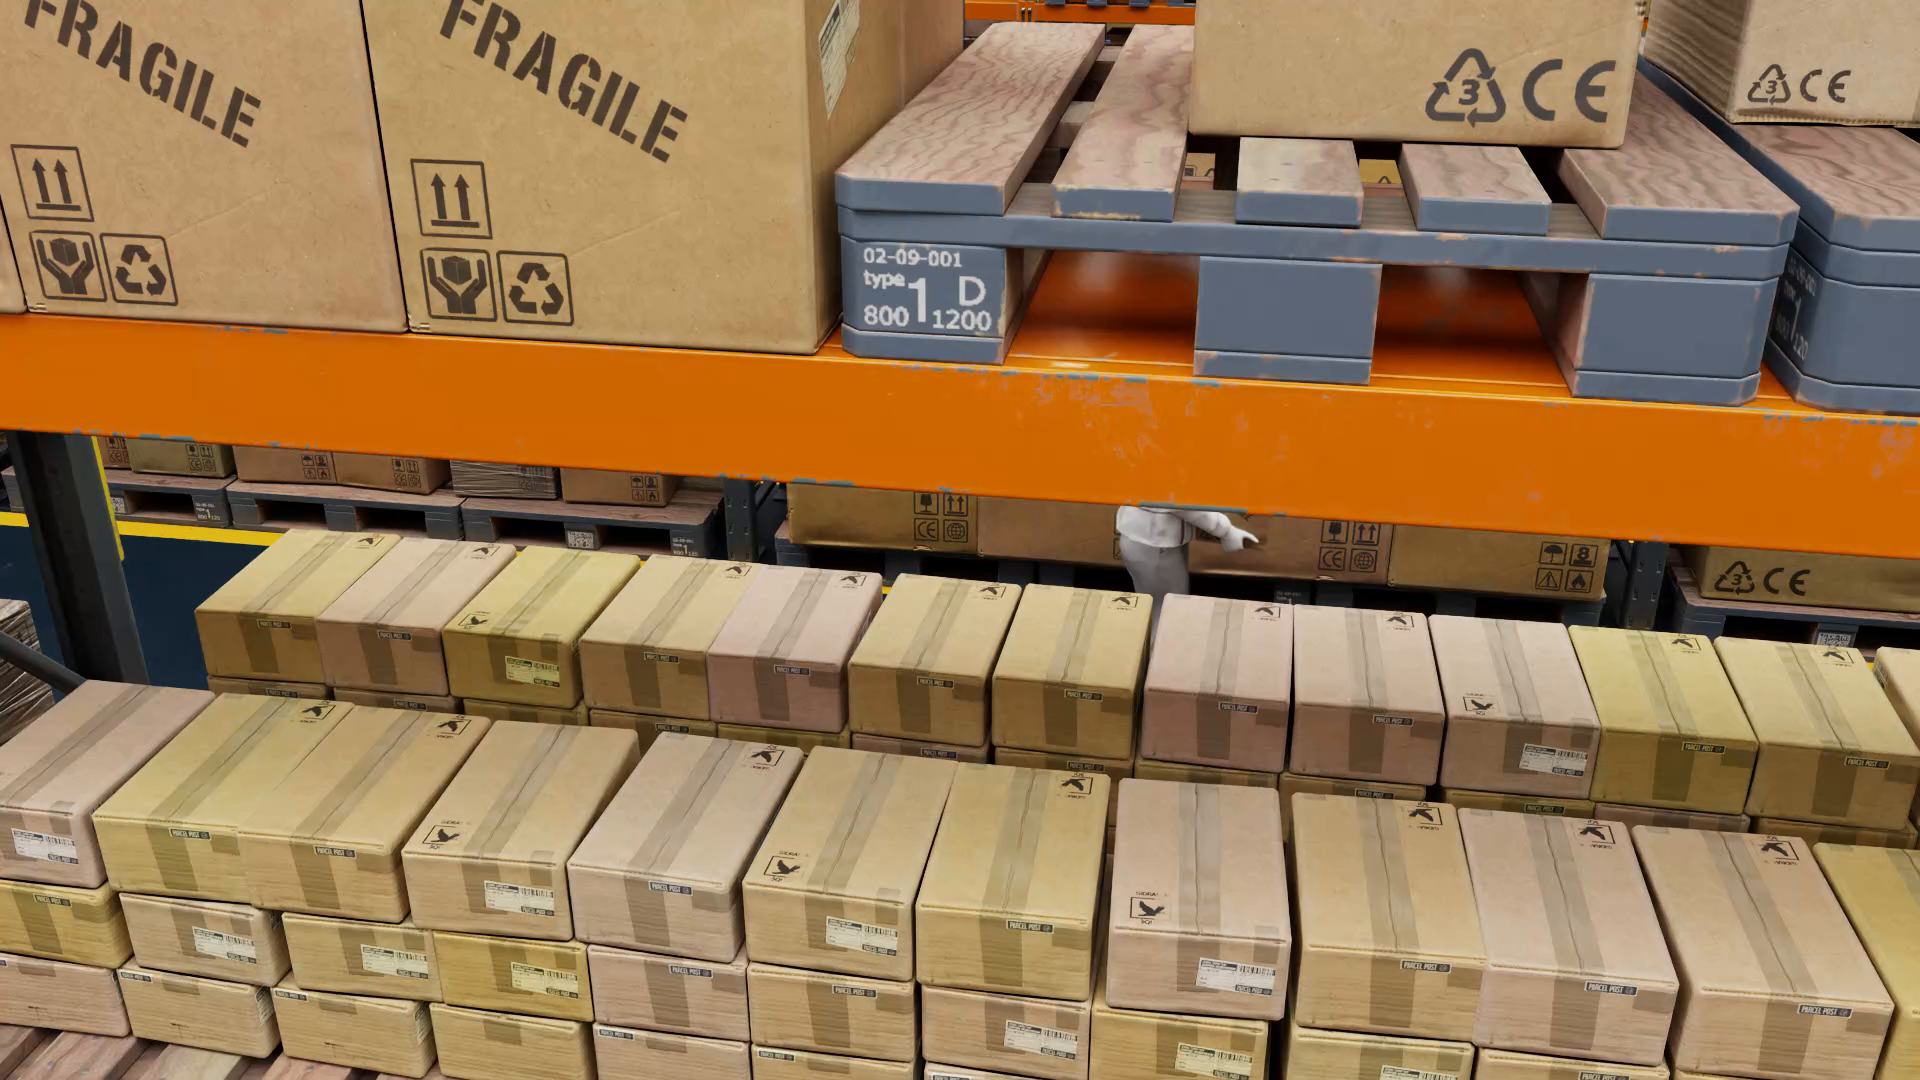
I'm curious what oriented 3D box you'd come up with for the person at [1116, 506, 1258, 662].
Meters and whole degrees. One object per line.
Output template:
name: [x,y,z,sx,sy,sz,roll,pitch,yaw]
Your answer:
person: [0.801,-0.009,6.095,0.564,1.686,0.460,4,25,8]
